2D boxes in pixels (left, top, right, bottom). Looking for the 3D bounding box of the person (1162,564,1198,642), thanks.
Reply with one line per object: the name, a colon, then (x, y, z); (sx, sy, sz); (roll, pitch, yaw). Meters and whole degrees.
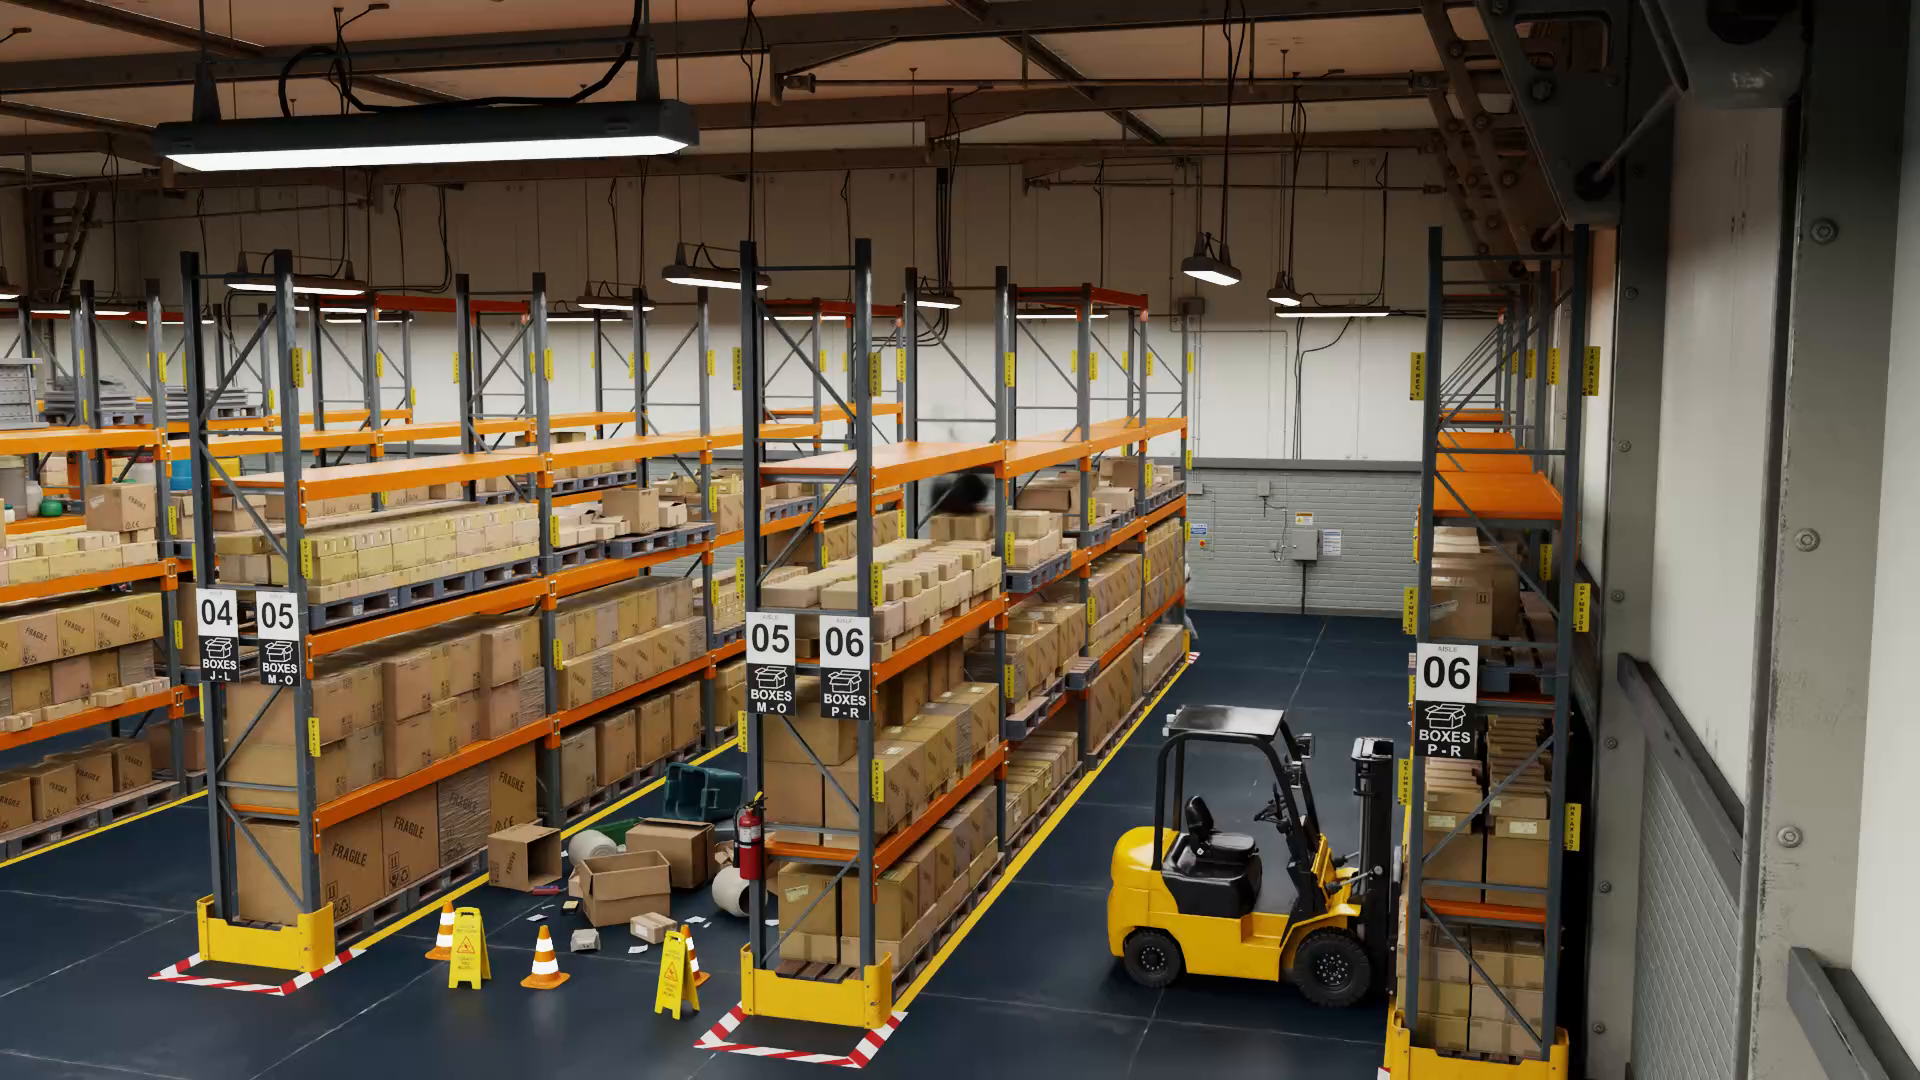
person: (3.750, 0.985, 29.465); (0.723, 1.713, 0.948); (-4, 8, -34)
